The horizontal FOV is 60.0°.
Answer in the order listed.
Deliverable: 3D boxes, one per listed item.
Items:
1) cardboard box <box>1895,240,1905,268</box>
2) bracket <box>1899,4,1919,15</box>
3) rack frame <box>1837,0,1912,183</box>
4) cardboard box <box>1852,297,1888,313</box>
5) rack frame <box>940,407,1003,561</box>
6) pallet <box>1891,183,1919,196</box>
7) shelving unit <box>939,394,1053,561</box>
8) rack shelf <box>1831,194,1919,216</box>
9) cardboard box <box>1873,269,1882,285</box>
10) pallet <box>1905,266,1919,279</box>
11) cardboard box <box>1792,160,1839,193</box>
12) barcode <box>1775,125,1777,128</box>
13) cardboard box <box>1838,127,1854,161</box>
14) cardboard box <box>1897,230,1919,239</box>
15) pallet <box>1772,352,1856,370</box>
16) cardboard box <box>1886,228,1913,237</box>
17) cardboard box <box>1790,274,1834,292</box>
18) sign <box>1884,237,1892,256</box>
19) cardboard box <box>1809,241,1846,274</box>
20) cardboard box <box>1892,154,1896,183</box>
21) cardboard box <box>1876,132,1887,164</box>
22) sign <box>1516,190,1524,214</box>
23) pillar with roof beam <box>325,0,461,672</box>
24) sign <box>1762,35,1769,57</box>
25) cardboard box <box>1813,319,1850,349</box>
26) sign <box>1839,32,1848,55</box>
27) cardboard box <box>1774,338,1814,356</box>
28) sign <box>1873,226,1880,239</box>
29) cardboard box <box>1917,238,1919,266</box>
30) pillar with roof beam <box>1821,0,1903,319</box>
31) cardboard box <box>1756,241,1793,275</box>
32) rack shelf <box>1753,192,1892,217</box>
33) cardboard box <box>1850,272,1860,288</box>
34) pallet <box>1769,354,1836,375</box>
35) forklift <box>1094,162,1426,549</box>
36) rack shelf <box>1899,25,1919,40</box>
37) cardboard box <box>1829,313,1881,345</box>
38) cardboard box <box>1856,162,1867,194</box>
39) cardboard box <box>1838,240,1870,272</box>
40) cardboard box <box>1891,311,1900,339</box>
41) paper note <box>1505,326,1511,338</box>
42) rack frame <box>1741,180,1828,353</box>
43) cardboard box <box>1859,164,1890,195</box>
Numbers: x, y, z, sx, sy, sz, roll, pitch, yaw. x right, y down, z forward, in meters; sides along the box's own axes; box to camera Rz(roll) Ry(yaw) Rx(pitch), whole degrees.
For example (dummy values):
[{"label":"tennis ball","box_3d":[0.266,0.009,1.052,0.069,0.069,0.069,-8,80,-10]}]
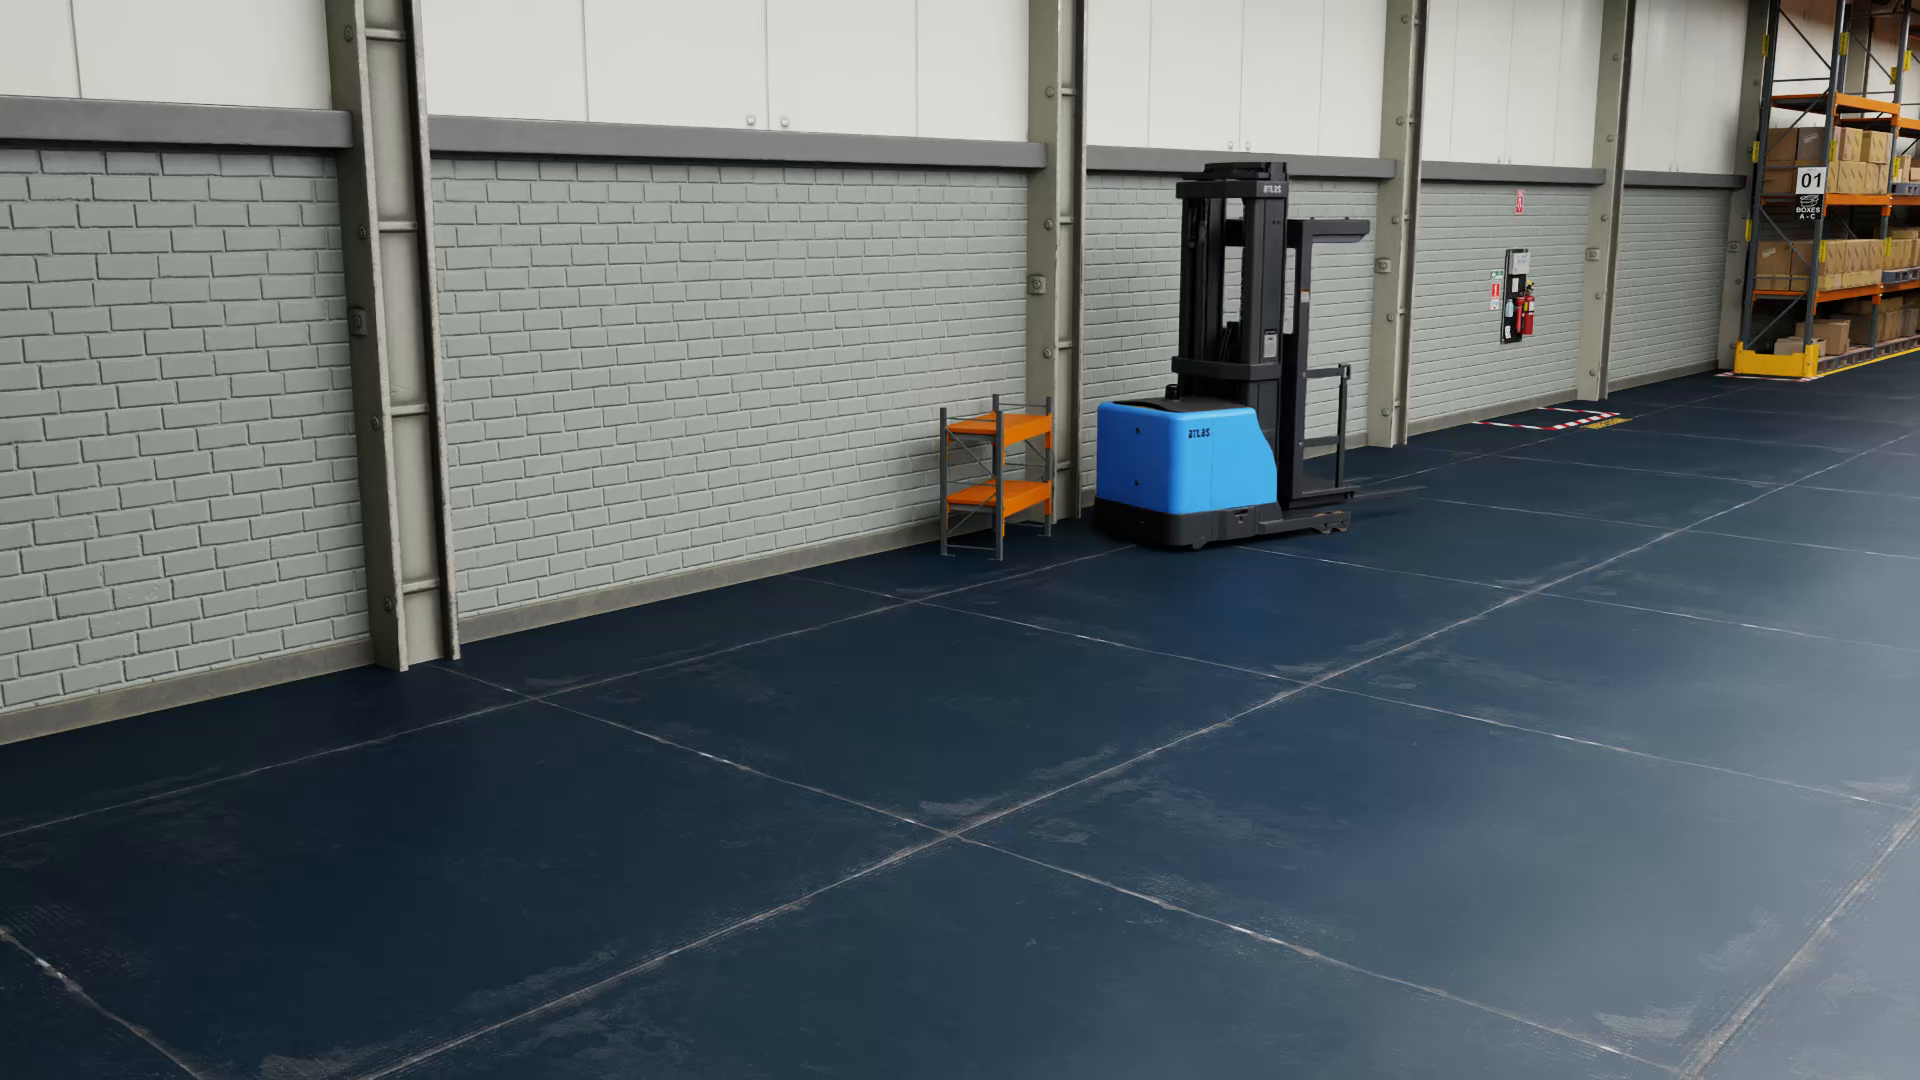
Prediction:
[{"label":"cardboard box","box_3d":[16.647,-5.193,30.172,0.500,0.500,0.700,-10,15,-40]},{"label":"bracket","box_3d":[18.874,-10.285,32.542,0.076,0.066,4.783,10,15,40]},{"label":"rack frame","box_3d":[15.500,-7.617,28.372,1.000,3.000,0.127,10,15,40]},{"label":"cardboard box","box_3d":[16.602,-4.285,30.353,0.500,0.250,0.500,9,15,39]},{"label":"rack frame","box_3d":[0.084,-0.418,12.433,0.500,1.125,0.032,5,12,23]},{"label":"pallet","box_3d":[15.987,-6.131,29.070,1.213,0.211,1.003,10,15,40]},{"label":"shelving unit","box_3d":[0.290,-0.509,12.889,0.538,1.125,1.048,5,12,23]},{"label":"rack shelf","box_3d":[16.820,-6.088,30.210,1.077,0.370,4.000,10,15,40]},{"label":"cardboard box","box_3d":[15.415,-4.502,28.427,0.500,0.250,0.500,10,15,40]},{"label":"pallet","box_3d":[17.750,-5.051,31.331,1.213,0.211,1.003,10,15,40]},{"label":"cardboard box","box_3d":[13.268,-5.633,25.792,0.500,0.500,0.500,10,15,42]},{"label":"barcode","box_3d":[12.952,-6.560,26.400,0.001,0.075,0.075,10,15,40]},{"label":"cardboard box","box_3d":[13.665,-6.199,26.073,0.500,0.500,0.500,10,15,40]},{"label":"cardboard box","box_3d":[17.935,-5.792,31.516,0.380,0.149,0.250,7,14,33]},{"label":"pallet","box_3d":[14.278,-3.024,27.812,1.003,0.211,1.213,10,15,40]},{"label":"cardboard box","box_3d":[18.245,-5.936,32.294,0.500,0.250,0.500,10,15,42]},{"label":"cardboard box","box_3d":[13.420,-4.054,26.180,0.500,0.250,0.500,9,15,39]},{"label":"sign","box_3d":[15.912,-5.031,28.529,0.100,0.325,0.005,10,15,40]},{"label":"cardboard box","box_3d":[13.734,-4.493,26.467,0.500,0.500,0.500,10,15,41]},{"label":"cardboard box","box_3d":[15.921,-6.471,28.966,0.500,0.500,0.500,-9,15,-39]},{"label":"cardboard box","box_3d":[15.017,-6.504,27.599,0.500,0.500,0.500,11,16,43]},{"label":"sign","box_3d":[6.971,-4.208,20.705,0.001,0.298,0.199,10,15,40]},{"label":"pillar with roof beam","box_3d":[0.063,-3.156,6.036,9.100,9.000,0.400,10,15,40]},{"label":"sign","box_3d":[12.456,-7.639,25.693,0.100,0.325,0.005,10,15,40]},{"label":"cardboard box","box_3d":[14.845,-3.507,28.371,0.500,0.500,0.500,8,14,36]},{"label":"sign","box_3d":[13.267,-7.455,24.975,0.100,0.325,0.005,10,15,40]},{"label":"cardboard box","box_3d":[13.383,-3.074,26.685,0.500,0.311,0.500,8,14,34]},{"label":"sign","box_3d":[17.721,-5.903,32.150,0.100,0.325,0.005,10,15,40]},{"label":"cardboard box","box_3d":[17.837,-5.458,31.501,0.700,0.500,0.500,8,14,34]},{"label":"pillar with roof beam","box_3d":[19.866,-7.569,28.134,9.100,9.000,0.548,10,15,40]},{"label":"cardboard box","box_3d":[13.011,-4.487,26.437,0.500,0.500,0.500,10,15,40]},{"label":"rack shelf","box_3d":[14.179,-5.499,27.263,1.077,0.370,4.000,10,15,40]},{"label":"cardboard box","box_3d":[14.428,-4.280,27.314,0.500,0.250,0.500,10,15,41]},{"label":"pallet","box_3d":[13.472,-2.845,26.918,1.003,0.211,1.213,10,15,40]},{"label":"forklift","box_3d":[2.588,-1.565,13.564,3.031,2.935,1.130,-7,14,-33]},{"label":"rack shelf","box_3d":[19.460,-9.777,32.537,1.077,0.370,4.000,10,15,40]},{"label":"cardboard box","box_3d":[15.973,-3.775,29.714,0.700,0.500,0.500,10,15,42]},{"label":"cardboard box","box_3d":[14.326,-5.866,26.958,0.500,0.500,0.500,11,16,44]},{"label":"cardboard box","box_3d":[14.754,-4.723,27.615,0.500,0.500,0.500,9,15,39]},{"label":"cardboard box","box_3d":[16.970,-4.003,30.855,0.700,0.500,0.500,10,15,40]},{"label":"paper note","box_3d":[6.882,-2.611,20.874,0.016,0.148,0.142,10,15,40]},{"label":"rack frame","box_3d":[12.859,-4.087,26.013,1.000,3.000,0.127,10,15,40]},{"label":"cardboard box","box_3d":[15.350,-6.098,28.120,0.500,0.500,0.500,10,15,42]}]
